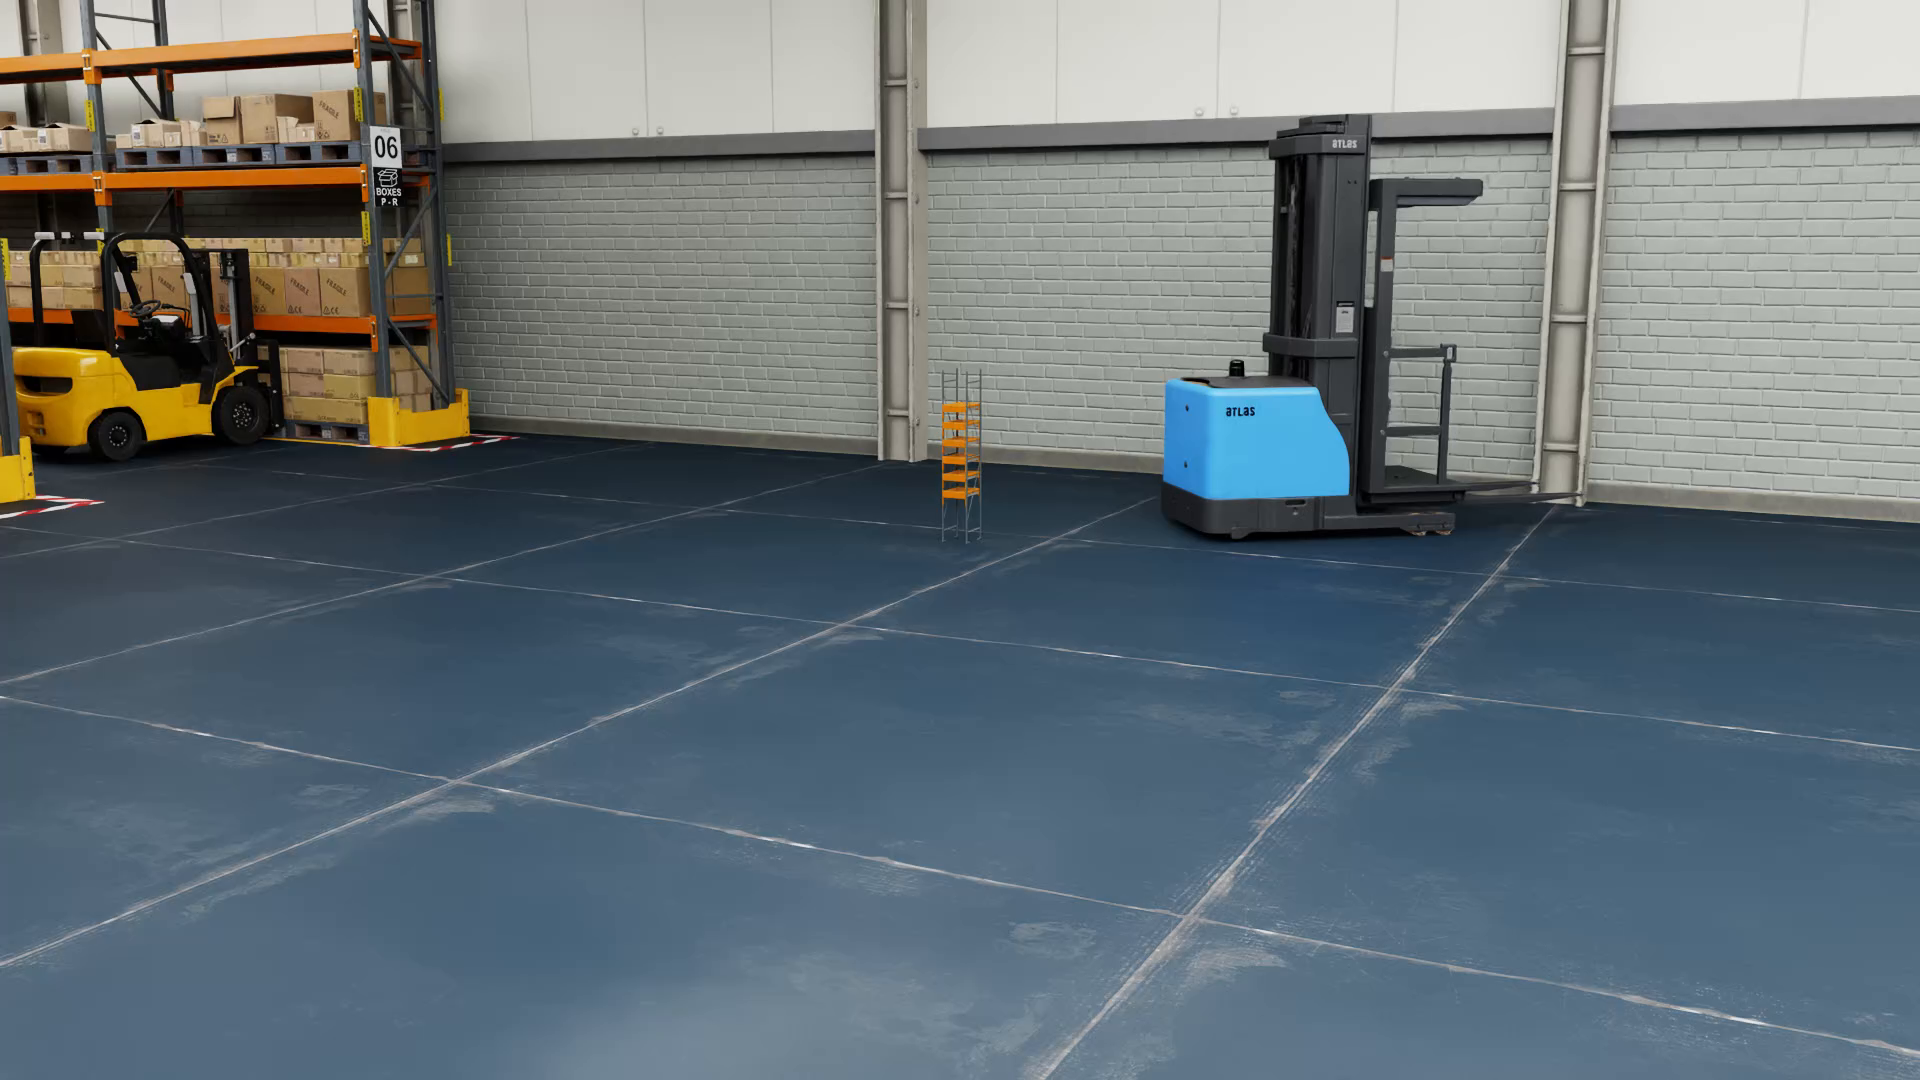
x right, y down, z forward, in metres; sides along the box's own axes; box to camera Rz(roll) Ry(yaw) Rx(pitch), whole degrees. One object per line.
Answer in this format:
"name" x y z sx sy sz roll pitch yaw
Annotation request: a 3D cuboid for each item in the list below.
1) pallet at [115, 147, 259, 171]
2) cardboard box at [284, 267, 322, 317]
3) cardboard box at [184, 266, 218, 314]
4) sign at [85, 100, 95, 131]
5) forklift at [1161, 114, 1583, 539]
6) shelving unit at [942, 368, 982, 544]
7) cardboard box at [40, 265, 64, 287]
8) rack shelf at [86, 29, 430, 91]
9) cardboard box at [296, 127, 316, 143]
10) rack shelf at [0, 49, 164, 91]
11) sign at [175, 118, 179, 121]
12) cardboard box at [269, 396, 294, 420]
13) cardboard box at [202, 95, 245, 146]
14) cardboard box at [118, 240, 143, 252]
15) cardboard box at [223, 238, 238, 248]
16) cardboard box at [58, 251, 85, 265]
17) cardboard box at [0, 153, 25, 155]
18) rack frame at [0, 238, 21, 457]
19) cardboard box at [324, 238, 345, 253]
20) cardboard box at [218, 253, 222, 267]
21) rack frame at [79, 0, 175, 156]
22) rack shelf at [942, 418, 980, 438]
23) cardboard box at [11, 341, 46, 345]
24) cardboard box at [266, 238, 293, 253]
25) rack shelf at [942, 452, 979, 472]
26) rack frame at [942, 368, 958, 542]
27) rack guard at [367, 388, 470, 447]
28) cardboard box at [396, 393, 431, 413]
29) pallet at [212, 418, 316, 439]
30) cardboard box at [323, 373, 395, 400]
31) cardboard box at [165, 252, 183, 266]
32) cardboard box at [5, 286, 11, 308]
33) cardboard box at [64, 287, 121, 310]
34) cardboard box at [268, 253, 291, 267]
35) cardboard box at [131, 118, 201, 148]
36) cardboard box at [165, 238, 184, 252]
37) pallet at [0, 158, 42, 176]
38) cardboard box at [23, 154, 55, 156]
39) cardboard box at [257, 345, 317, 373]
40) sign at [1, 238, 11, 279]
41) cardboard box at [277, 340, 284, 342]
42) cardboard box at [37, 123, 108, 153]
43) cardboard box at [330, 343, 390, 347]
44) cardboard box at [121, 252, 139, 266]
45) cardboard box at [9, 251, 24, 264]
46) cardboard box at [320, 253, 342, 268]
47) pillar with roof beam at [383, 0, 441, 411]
"pallet" -8.514 -4.214 18.418 1.213 0.211 1.003 5 11 26
"cardboard box" -6.722 -2.618 17.492 0.500 0.500 0.500 5 12 28
"cardboard box" -8.079 -2.739 18.162 0.500 0.500 0.500 5 11 25
"sign" -9.522 -4.643 18.202 0.005 0.325 0.100 5 11 26
"forklift" 3.078 -1.560 12.117 3.031 2.935 1.130 -2 10 -12
"shelving unit" 0.013 -0.589 11.617 0.189 1.200 0.258 5 11 26
"cardboard box" -10.309 -3.054 19.200 0.500 0.250 0.500 5 11 24
"rack shelf" -7.497 -5.088 17.720 4.000 0.370 1.077 5 11 26
"cardboard box" -6.581 -4.155 17.086 0.250 0.149 0.380 5 11 24
"rack shelf" -11.084 -5.404 19.462 4.000 0.370 1.077 5 11 26
"sign" -9.046 -4.703 19.196 0.005 0.325 0.100 5 11 26
"cardboard box" -7.151 -1.451 17.868 0.500 0.250 0.500 5 11 26
"cardboard box" -7.590 -4.457 17.762 0.637 0.503 0.797 5 12 28
"cardboard box" -9.136 -3.287 18.532 0.250 0.149 0.380 5 12 27
"cardboard box" -7.714 -3.181 17.948 0.250 0.149 0.380 5 11 26
"cardboard box" -10.131 -3.250 19.161 0.250 0.149 0.380 5 11 26
"cardboard box" -11.103 -4.552 19.281 0.250 0.149 0.380 5 11 25
"rack frame" -7.896 -1.737 12.902 0.127 3.000 1.000 5 11 26
"cardboard box" -6.353 -3.053 17.241 0.250 0.149 0.380 5 11 26
"cardboard box" -7.743 -3.021 17.897 0.250 0.149 0.380 5 11 25
"rack frame" -9.291 -5.797 18.492 0.127 3.000 1.000 5 11 26
"rack shelf" 0.013 -0.782 11.582 0.180 0.103 0.258 5 11 26
"cardboard box" -11.735 -2.097 20.380 0.625 0.625 0.875 5 12 28
"cardboard box" -7.073 -3.104 17.521 0.250 0.149 0.380 5 12 27
"rack shelf" 0.013 -0.546 11.625 0.180 0.103 0.258 5 11 26
"rack frame" -0.069 -0.596 11.657 0.006 1.200 0.240 5 11 26
"rack guard" -5.682 -1.298 17.496 0.348 0.500 1.175 5 11 26
"cardboard box" -6.057 -1.453 17.878 0.500 0.250 0.500 5 11 26
"pallet" -7.498 -1.307 18.361 1.213 0.211 1.003 5 11 26
"cardboard box" -6.278 -1.618 17.383 0.500 0.250 0.500 5 11 25
"cardboard box" -8.454 -3.079 18.215 0.250 0.149 0.380 5 12 27
"cardboard box" -11.210 -2.891 19.703 0.500 0.250 0.500 5 12 28
"cardboard box" -9.858 -2.769 19.028 0.500 0.250 0.500 5 12 27
"cardboard box" -7.064 -2.961 17.566 0.250 0.149 0.380 5 11 24
"cardboard box" -8.652 -4.428 18.143 0.500 0.311 0.500 5 12 27
"cardboard box" -8.443 -3.225 18.192 0.250 0.149 0.380 5 12 27
"pallet" -11.225 -4.416 19.816 1.213 0.211 1.003 6 12 28
"cardboard box" -10.935 -4.621 19.615 0.250 0.166 0.380 5 11 26
"cardboard box" -7.172 -1.939 17.756 0.500 0.250 0.500 5 11 27
"sign" -7.656 -2.249 13.304 0.005 0.325 0.100 5 11 26
"cardboard box" -7.855 -2.103 18.661 0.500 0.250 0.500 5 11 26
"cardboard box" -10.047 -4.551 18.820 0.500 0.311 0.500 5 11 24
"cardboard box" -6.500 -1.982 17.993 0.500 0.250 0.500 5 11 26
"cardboard box" -9.121 -3.146 18.588 0.250 0.149 0.380 5 11 25
"cardboard box" -10.854 -3.301 19.442 0.250 0.149 0.380 5 11 26
"cardboard box" -6.381 -2.896 17.206 0.250 0.149 0.380 5 12 27
"pillar with roof beam" -7.834 -4.993 14.050 0.400 9.000 9.100 5 11 26
